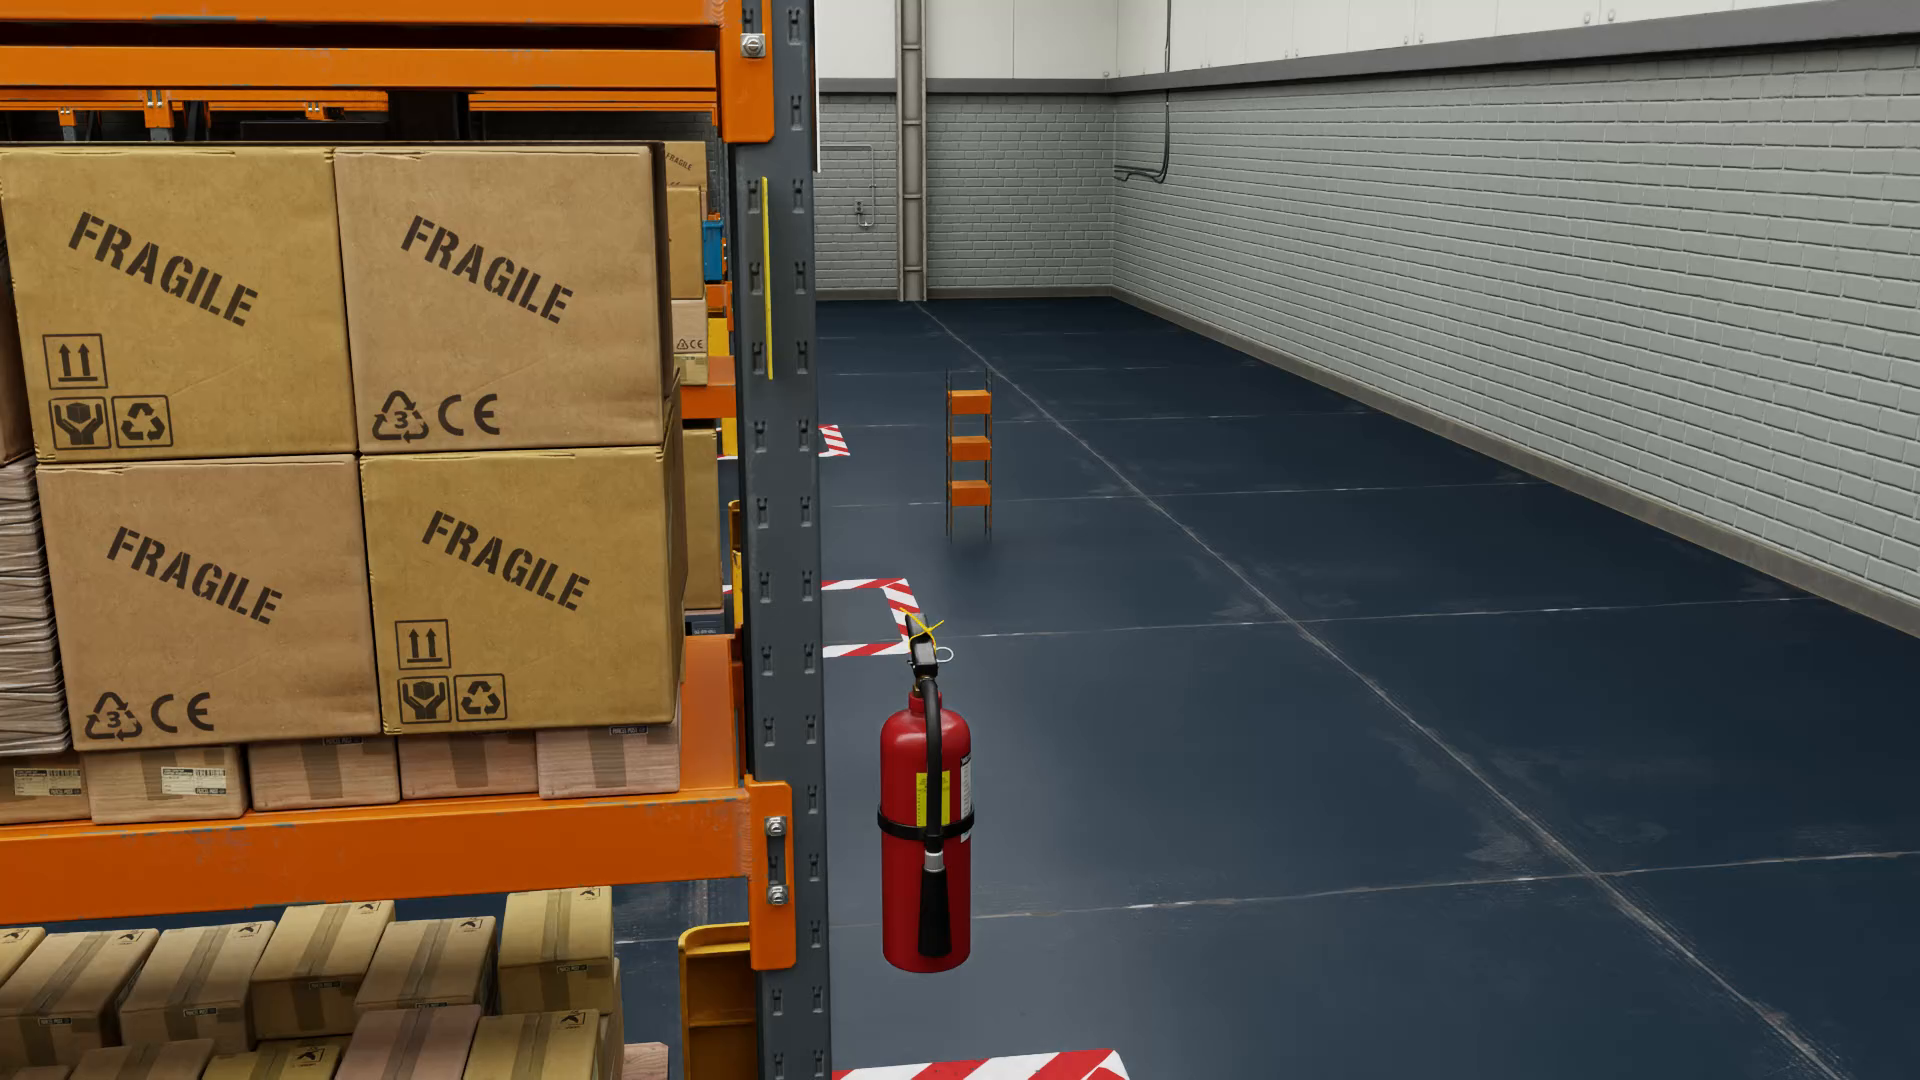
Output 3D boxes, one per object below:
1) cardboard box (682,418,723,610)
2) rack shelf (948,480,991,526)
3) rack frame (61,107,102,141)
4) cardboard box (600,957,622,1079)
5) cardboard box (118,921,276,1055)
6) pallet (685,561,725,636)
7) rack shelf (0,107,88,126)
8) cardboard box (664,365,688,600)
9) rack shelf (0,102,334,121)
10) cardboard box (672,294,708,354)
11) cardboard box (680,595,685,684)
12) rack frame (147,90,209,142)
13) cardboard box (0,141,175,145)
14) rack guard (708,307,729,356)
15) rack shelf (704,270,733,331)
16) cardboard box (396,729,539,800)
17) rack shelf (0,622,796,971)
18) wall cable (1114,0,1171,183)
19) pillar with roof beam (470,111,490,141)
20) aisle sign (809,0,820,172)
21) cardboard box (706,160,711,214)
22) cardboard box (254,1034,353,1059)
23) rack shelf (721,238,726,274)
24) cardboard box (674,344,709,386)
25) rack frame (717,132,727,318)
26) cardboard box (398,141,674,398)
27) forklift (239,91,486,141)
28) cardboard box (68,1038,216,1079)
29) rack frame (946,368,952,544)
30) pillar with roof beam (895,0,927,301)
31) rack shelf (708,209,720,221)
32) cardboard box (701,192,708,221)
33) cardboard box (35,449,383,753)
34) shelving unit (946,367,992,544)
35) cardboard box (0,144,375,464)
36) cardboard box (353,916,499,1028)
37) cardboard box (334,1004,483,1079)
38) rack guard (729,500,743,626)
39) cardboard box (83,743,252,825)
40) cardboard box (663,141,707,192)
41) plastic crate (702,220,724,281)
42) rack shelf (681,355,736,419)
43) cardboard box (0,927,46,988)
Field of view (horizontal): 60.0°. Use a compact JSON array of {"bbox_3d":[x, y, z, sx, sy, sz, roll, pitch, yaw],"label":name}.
[{"bbox_3d":[-1.642,-0.179,8.276,0.875,0.875,0.875,-2,14,-8],"label":"cardboard box"},{"bbox_3d":[0.053,-0.231,10.172,0.240,0.259,0.215,-2,14,-8],"label":"rack shelf"},{"bbox_3d":[-11.145,-4.333,21.334,0.127,3.000,1.000,-2,14,-8],"label":"rack frame"},{"bbox_3d":[-0.938,1.140,3.896,0.250,0.149,0.380,-1,14,-6],"label":"cardboard box"},{"bbox_3d":[-1.706,1.022,3.755,0.250,0.149,0.380,-3,14,-11],"label":"cardboard box"},{"bbox_3d":[-1.800,0.352,8.386,1.213,0.211,1.003,-2,14,-8],"label":"pallet"},{"bbox_3d":[-13.123,-5.367,20.768,4.000,0.370,1.077,-2,14,-8],"label":"rack shelf"},{"bbox_3d":[-0.867,-0.095,3.617,0.500,0.500,0.500,-1,14,-6],"label":"cardboard box"},{"bbox_3d":[-8.426,-4.320,16.595,4.000,0.370,1.077,-2,14,-8],"label":"rack shelf"},{"bbox_3d":[-1.460,-1.039,7.895,0.500,0.250,0.500,-2,14,-9],"label":"cardboard box"},{"bbox_3d":[-0.751,0.203,3.764,0.250,0.149,0.380,-2,14,-9],"label":"cardboard box"},{"bbox_3d":[-5.714,-2.095,12.410,0.127,3.000,1.000,-2,14,-8],"label":"rack frame"},{"bbox_3d":[-1.881,-0.544,3.353,0.500,0.500,0.500,-2,14,-10],"label":"cardboard box"},{"bbox_3d":[-2.568,-2.217,18.033,0.348,0.500,1.175,-2,14,-8],"label":"rack guard"},{"bbox_3d":[-3.736,-1.819,12.787,4.000,0.370,1.077,-2,14,-8],"label":"rack shelf"},{"bbox_3d":[-0.914,0.350,3.178,0.250,0.149,0.380,-2,14,-8],"label":"cardboard box"},{"bbox_3d":[-2.359,0.569,3.264,4.000,0.370,1.077,-2,14,-8],"label":"rack shelf"},{"bbox_3d":[2.412,-6.146,22.613,0.112,2.526,3.097,-2,14,-8],"label":"wall cable"},{"bbox_3d":[-5.985,-6.586,17.984,0.400,9.000,9.100,-2,14,-8],"label":"pillar with roof beam"},{"bbox_3d":[-0.265,-1.043,2.872,0.004,0.787,0.394,-2,14,-8],"label":"aisle sign"},{"bbox_3d":[-3.737,-4.748,22.370,0.700,0.700,0.980,-1,14,-6],"label":"cardboard box"},{"bbox_3d":[-1.446,1.167,3.790,0.250,0.149,0.380,-2,14,-8],"label":"cardboard box"},{"bbox_3d":[-4.471,-3.010,17.538,4.000,0.370,1.077,-2,14,-8],"label":"rack shelf"},{"bbox_3d":[-1.324,-0.835,7.901,0.250,0.149,0.380,-2,14,-7],"label":"cardboard box"},{"bbox_3d":[-2.493,-3.432,17.740,0.127,3.000,1.000,-2,14,-8],"label":"rack frame"},{"bbox_3d":[-0.865,-0.577,3.485,0.500,0.500,0.500,-2,14,-9],"label":"cardboard box"},{"bbox_3d":[-3.676,-1.485,10.117,3.031,2.935,1.130,-3,14,-10],"label":"forklift"},{"bbox_3d":[-1.627,1.148,3.252,0.250,0.149,0.380,-3,14,-11],"label":"cardboard box"},{"bbox_3d":[-0.068,-0.507,10.084,0.008,1.050,0.200,-2,14,-8],"label":"rack frame"},{"bbox_3d":[-0.052,-6.803,18.851,0.400,9.000,9.100,-2,14,-8],"label":"pillar with roof beam"},{"bbox_3d":[-5.212,-4.202,22.289,4.000,0.370,1.077,-2,14,-8],"label":"rack shelf"},{"bbox_3d":[-2.895,-3.399,17.402,0.500,0.500,0.500,-2,14,-7],"label":"cardboard box"},{"bbox_3d":[-1.298,0.051,3.036,0.500,0.500,0.500,-2,14,-9],"label":"cardboard box"},{"bbox_3d":[0.053,-0.511,10.102,0.252,1.050,0.215,-2,14,-8],"label":"shelving unit"},{"bbox_3d":[-1.298,-0.435,2.918,0.500,0.500,0.500,-3,14,-10],"label":"cardboard box"},{"bbox_3d":[-1.205,1.015,3.784,0.250,0.149,0.380,-2,14,-7],"label":"cardboard box"},{"bbox_3d":[-1.125,1.114,3.388,0.250,0.149,0.380,-2,14,-7],"label":"cardboard box"},{"bbox_3d":[-0.997,0.163,8.545,0.348,0.500,1.175,-2,14,-8],"label":"rack guard"},{"bbox_3d":[-1.408,0.377,3.068,0.250,0.149,0.380,-2,14,-7],"label":"cardboard box"},{"bbox_3d":[-2.892,-3.883,17.278,0.500,0.500,0.500,-2,14,-9],"label":"cardboard box"},{"bbox_3d":[-2.062,-2.229,12.749,0.499,0.435,0.616,-2,14,-8],"label":"plastic crate"},{"bbox_3d":[-2.998,-0.627,8.036,4.000,0.370,1.077,-2,14,-8],"label":"rack shelf"},{"bbox_3d":[-2.249,1.028,3.730,0.250,0.149,0.380,-2,14,-7],"label":"cardboard box"}]
